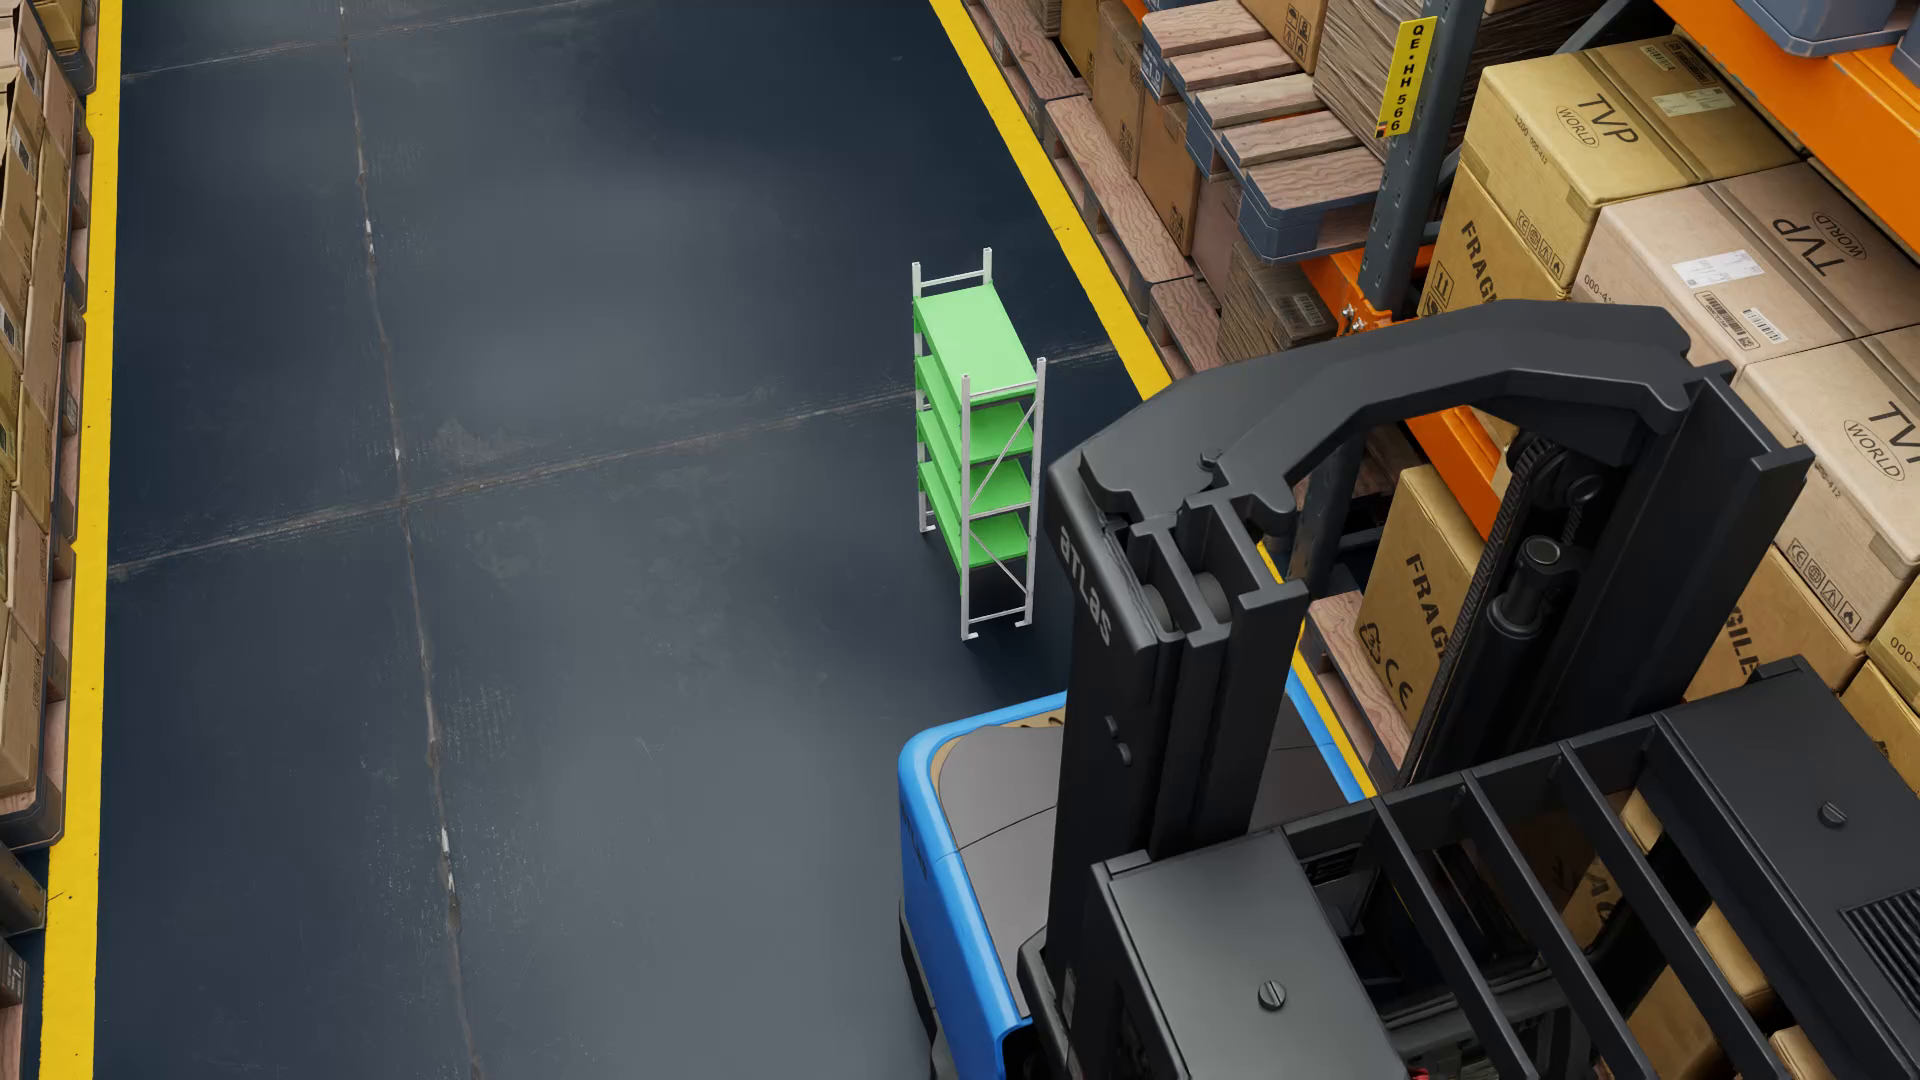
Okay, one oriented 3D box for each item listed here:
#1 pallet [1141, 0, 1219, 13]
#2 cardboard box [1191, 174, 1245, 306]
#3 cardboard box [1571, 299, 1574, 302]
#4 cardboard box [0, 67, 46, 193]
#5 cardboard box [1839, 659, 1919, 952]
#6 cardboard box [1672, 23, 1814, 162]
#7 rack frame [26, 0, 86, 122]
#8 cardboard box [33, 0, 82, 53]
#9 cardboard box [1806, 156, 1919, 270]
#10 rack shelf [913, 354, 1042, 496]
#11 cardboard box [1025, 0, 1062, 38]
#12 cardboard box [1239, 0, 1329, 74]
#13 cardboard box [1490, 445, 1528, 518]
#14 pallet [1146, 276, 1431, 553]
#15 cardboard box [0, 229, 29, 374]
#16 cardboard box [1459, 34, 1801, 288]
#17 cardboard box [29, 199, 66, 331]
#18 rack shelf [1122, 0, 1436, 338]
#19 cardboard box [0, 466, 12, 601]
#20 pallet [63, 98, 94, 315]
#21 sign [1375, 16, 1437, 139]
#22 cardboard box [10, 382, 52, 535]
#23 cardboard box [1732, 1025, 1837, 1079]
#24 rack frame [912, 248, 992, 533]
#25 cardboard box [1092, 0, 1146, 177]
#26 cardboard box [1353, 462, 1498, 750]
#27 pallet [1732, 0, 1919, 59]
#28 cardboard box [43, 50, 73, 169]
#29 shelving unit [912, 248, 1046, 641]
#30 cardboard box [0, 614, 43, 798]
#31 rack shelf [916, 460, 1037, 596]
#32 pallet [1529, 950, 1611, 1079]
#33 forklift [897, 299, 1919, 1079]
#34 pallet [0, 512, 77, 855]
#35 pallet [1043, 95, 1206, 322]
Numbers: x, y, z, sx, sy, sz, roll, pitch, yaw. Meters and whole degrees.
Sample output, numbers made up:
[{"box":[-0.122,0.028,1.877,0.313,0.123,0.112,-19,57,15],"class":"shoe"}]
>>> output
[{"box":[0.971,-2.272,5.829,1.003,0.211,1.213,-13,51,-11],"class":"pallet"},{"box":[1.291,-1.150,6.105,0.700,0.500,0.500,-13,51,-11],"class":"cardboard box"},{"box":[1.640,-0.235,3.713,0.500,0.500,0.500,-12,51,-10],"class":"cardboard box"},{"box":[-3.765,-1.516,6.223,0.500,0.311,0.500,-12,51,-10],"class":"cardboard box"},{"box":[1.948,0.507,3.088,0.500,0.500,0.500,-12,51,-10],"class":"cardboard box"},{"box":[1.977,-1.001,3.868,0.500,0.250,0.500,-12,51,-10],"class":"cardboard box"},{"box":[-4.319,-2.696,6.061,1.000,3.000,0.127,-13,51,-11],"class":"rack frame"},{"box":[-4.166,-2.352,7.295,0.500,0.250,0.500,-13,51,-11],"class":"cardboard box"},{"box":[2.127,-0.622,3.549,0.500,0.250,0.500,-15,51,-12],"class":"cardboard box"},{"box":[0.049,-0.379,5.055,0.258,0.148,0.480,-13,51,-11],"class":"rack shelf"},{"box":[0.646,-2.621,7.345,0.700,0.500,0.500,-12,51,-10],"class":"cardboard box"},{"box":[1.256,-1.814,4.965,0.700,0.500,0.500,-18,52,-14],"class":"cardboard box"},{"box":[1.535,-0.131,4.049,0.380,0.149,0.250,-12,51,-10],"class":"cardboard box"},{"box":[1.366,-0.570,6.092,1.003,0.211,1.213,-13,51,-11],"class":"pallet"},{"box":[-3.475,-0.783,5.605,0.500,0.311,0.500,-14,51,-11],"class":"cardboard box"},{"box":[1.492,-0.863,3.752,0.500,0.250,0.500,-12,51,-10],"class":"cardboard box"},{"box":[-3.619,-0.964,6.125,0.500,0.250,0.500,-12,51,-10],"class":"cardboard box"},{"box":[1.004,-2.126,6.051,1.077,0.370,4.000,-13,51,-11],"class":"rack shelf"},{"box":[-3.173,-0.035,4.975,0.500,0.311,0.500,-14,51,-12],"class":"cardboard box"},{"box":[-4.063,-1.268,6.681,1.003,0.211,1.213,-13,51,-11],"class":"pallet"},{"box":[1.080,-1.115,4.023,0.100,0.325,0.005,-13,51,-11],"class":"sign"},{"box":[-3.319,-0.218,5.495,0.500,0.250,0.500,-15,51,-12],"class":"cardboard box"},{"box":[2.196,1.488,3.665,0.750,0.750,0.750,-12,51,-10],"class":"cardboard box"},{"box":[-0.023,-0.444,5.340,0.240,1.200,0.015,-13,51,-11],"class":"rack frame"},{"box":[0.959,-1.873,6.714,0.700,0.500,0.500,-13,51,-11],"class":"cardboard box"},{"box":[1.687,0.227,4.728,0.750,0.750,0.750,-14,51,-11],"class":"cardboard box"},{"box":[1.836,-1.345,3.084,1.213,0.211,1.003,-11,51,-9],"class":"pallet"},{"box":[-3.919,-1.708,6.752,0.500,0.250,0.500,-14,51,-11],"class":"cardboard box"},{"box":[0.049,-0.266,5.189,0.258,1.200,0.503,-13,51,-11],"class":"shelving unit"},{"box":[-3.010,0.527,4.867,0.500,0.250,0.500,-13,51,-11],"class":"cardboard box"},{"box":[0.049,-0.070,5.422,0.258,0.148,0.480,-13,51,-11],"class":"rack shelf"},{"box":[2.114,1.484,4.361,1.003,0.211,1.213,-13,51,-11],"class":"pallet"},{"box":[0.777,1.174,2.843,1.130,2.935,3.031,-14,51,-12],"class":"forklift"},{"box":[-3.342,0.514,5.178,1.003,0.211,1.213,-13,51,-11],"class":"pallet"},{"box":[1.009,-1.459,6.842,1.003,0.211,1.213,-13,51,-11],"class":"pallet"}]
